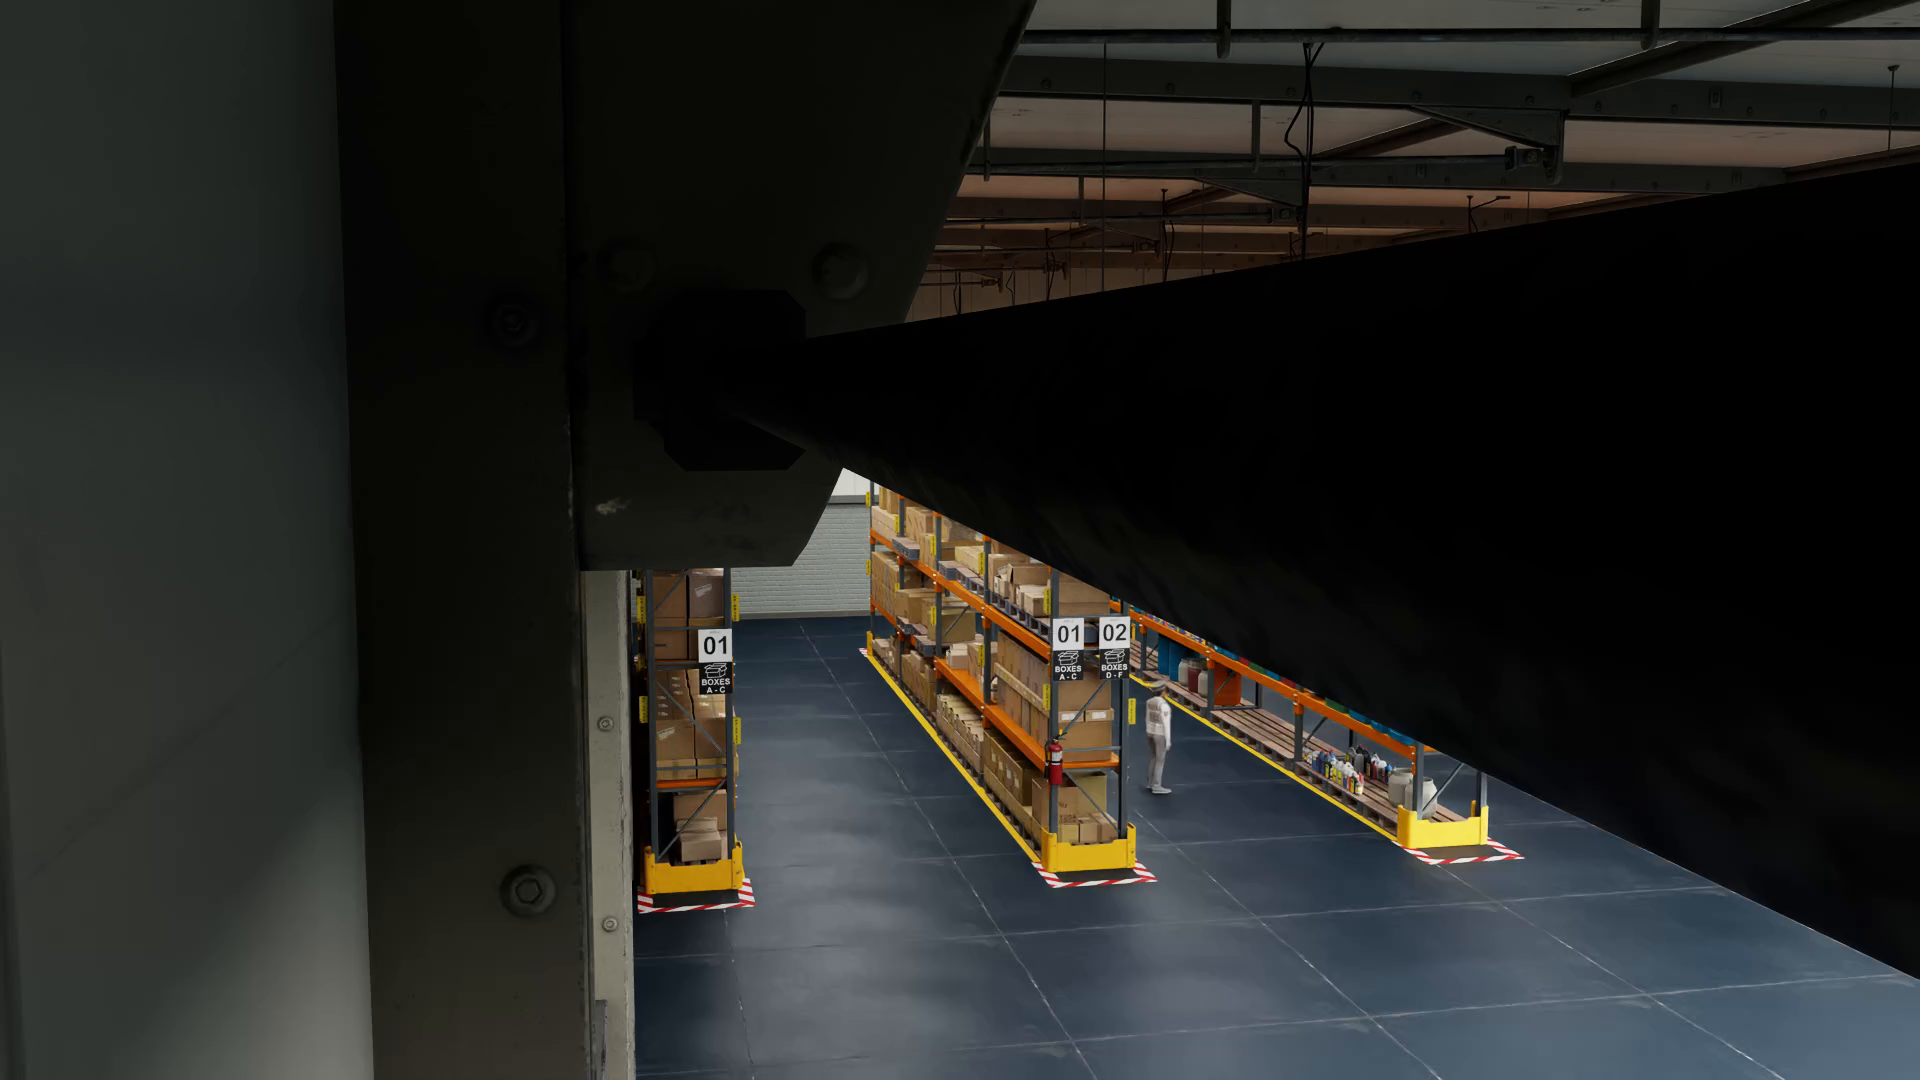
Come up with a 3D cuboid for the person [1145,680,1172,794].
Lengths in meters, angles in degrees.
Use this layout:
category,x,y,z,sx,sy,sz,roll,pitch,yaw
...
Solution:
category,x,y,z,sx,sy,sz,roll,pitch,yaw
person,2.973,2.943,24.711,0.368,1.729,0.549,-3,7,-27
